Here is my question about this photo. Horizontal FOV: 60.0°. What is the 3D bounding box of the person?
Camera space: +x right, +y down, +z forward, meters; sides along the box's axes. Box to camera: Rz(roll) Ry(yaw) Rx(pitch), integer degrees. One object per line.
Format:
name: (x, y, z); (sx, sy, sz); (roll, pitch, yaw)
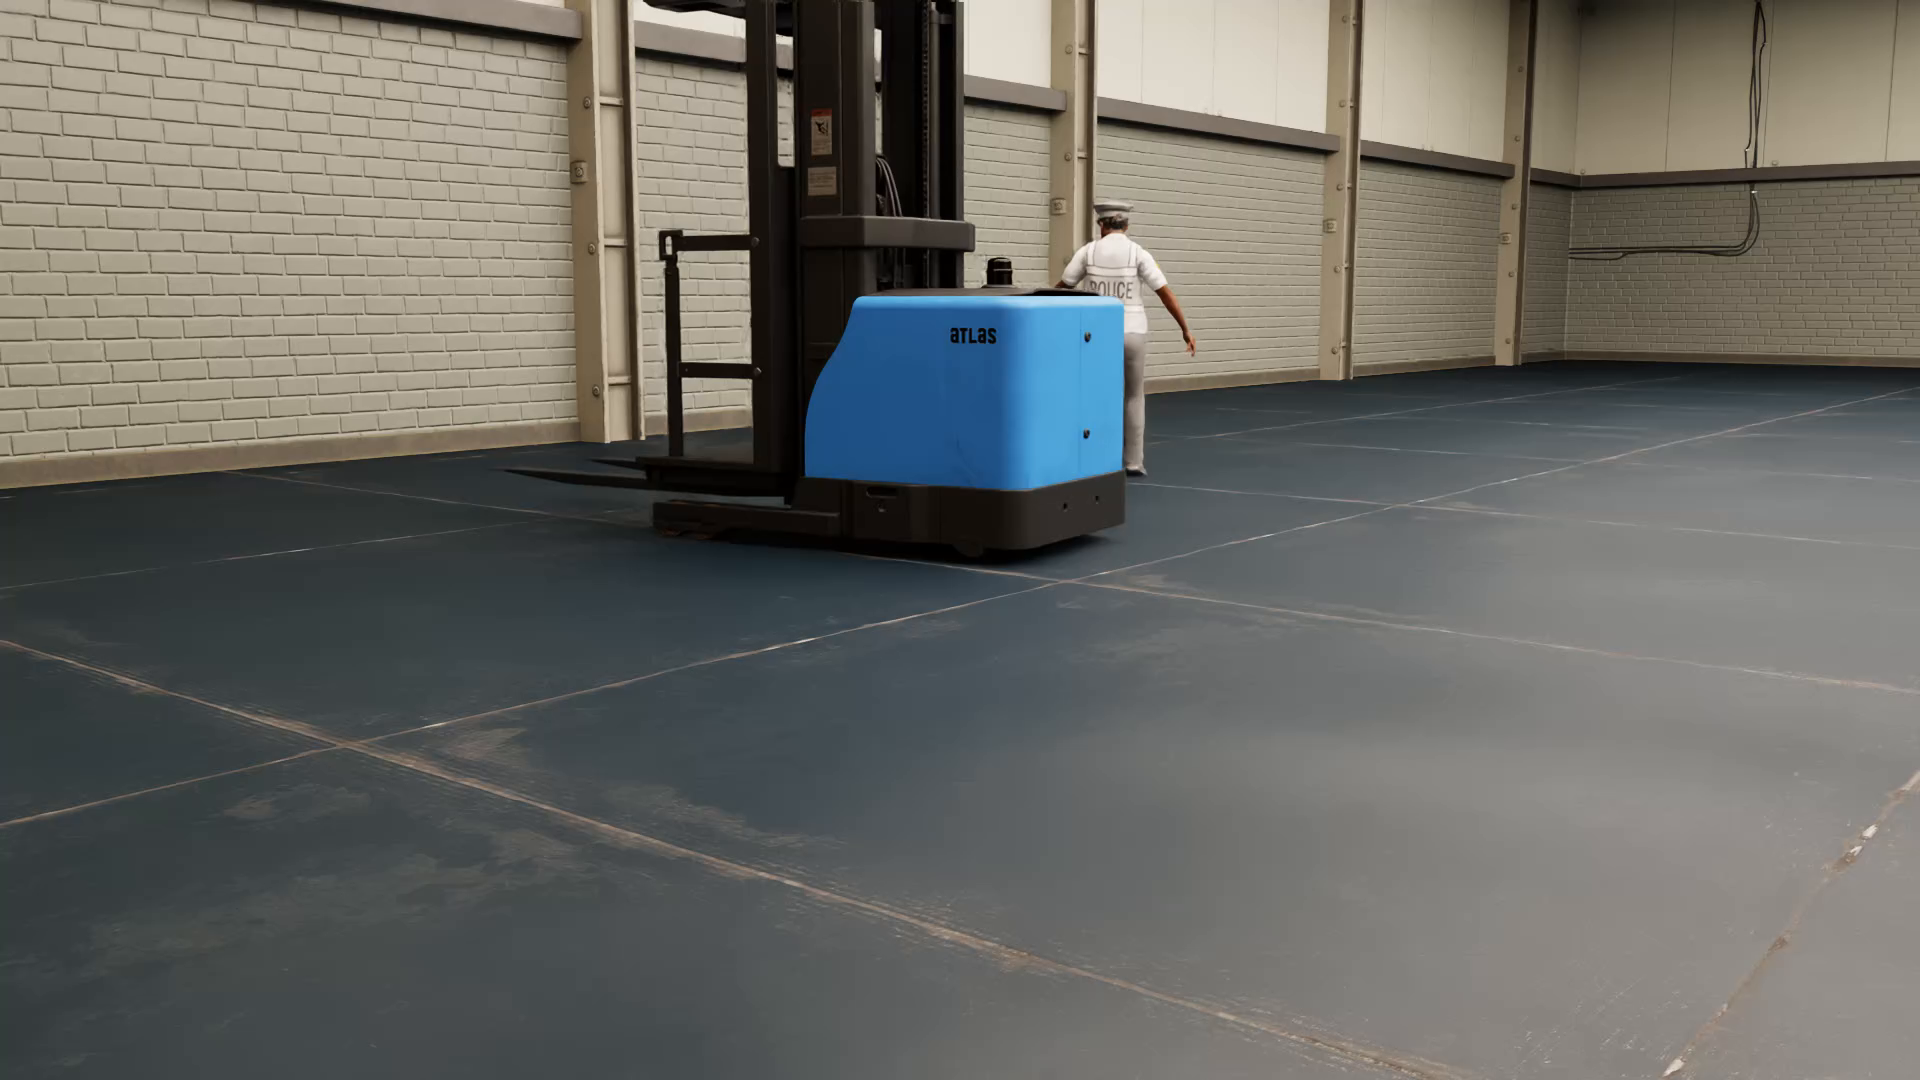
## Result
person: (0.958, -1.176, 9.948); (0.919, 1.668, 0.657); (2, 8, 10)

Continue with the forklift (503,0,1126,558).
forklift: (-0.794, -1.509, 7.595); (3.031, 2.935, 1.130); (5, 10, 30)
